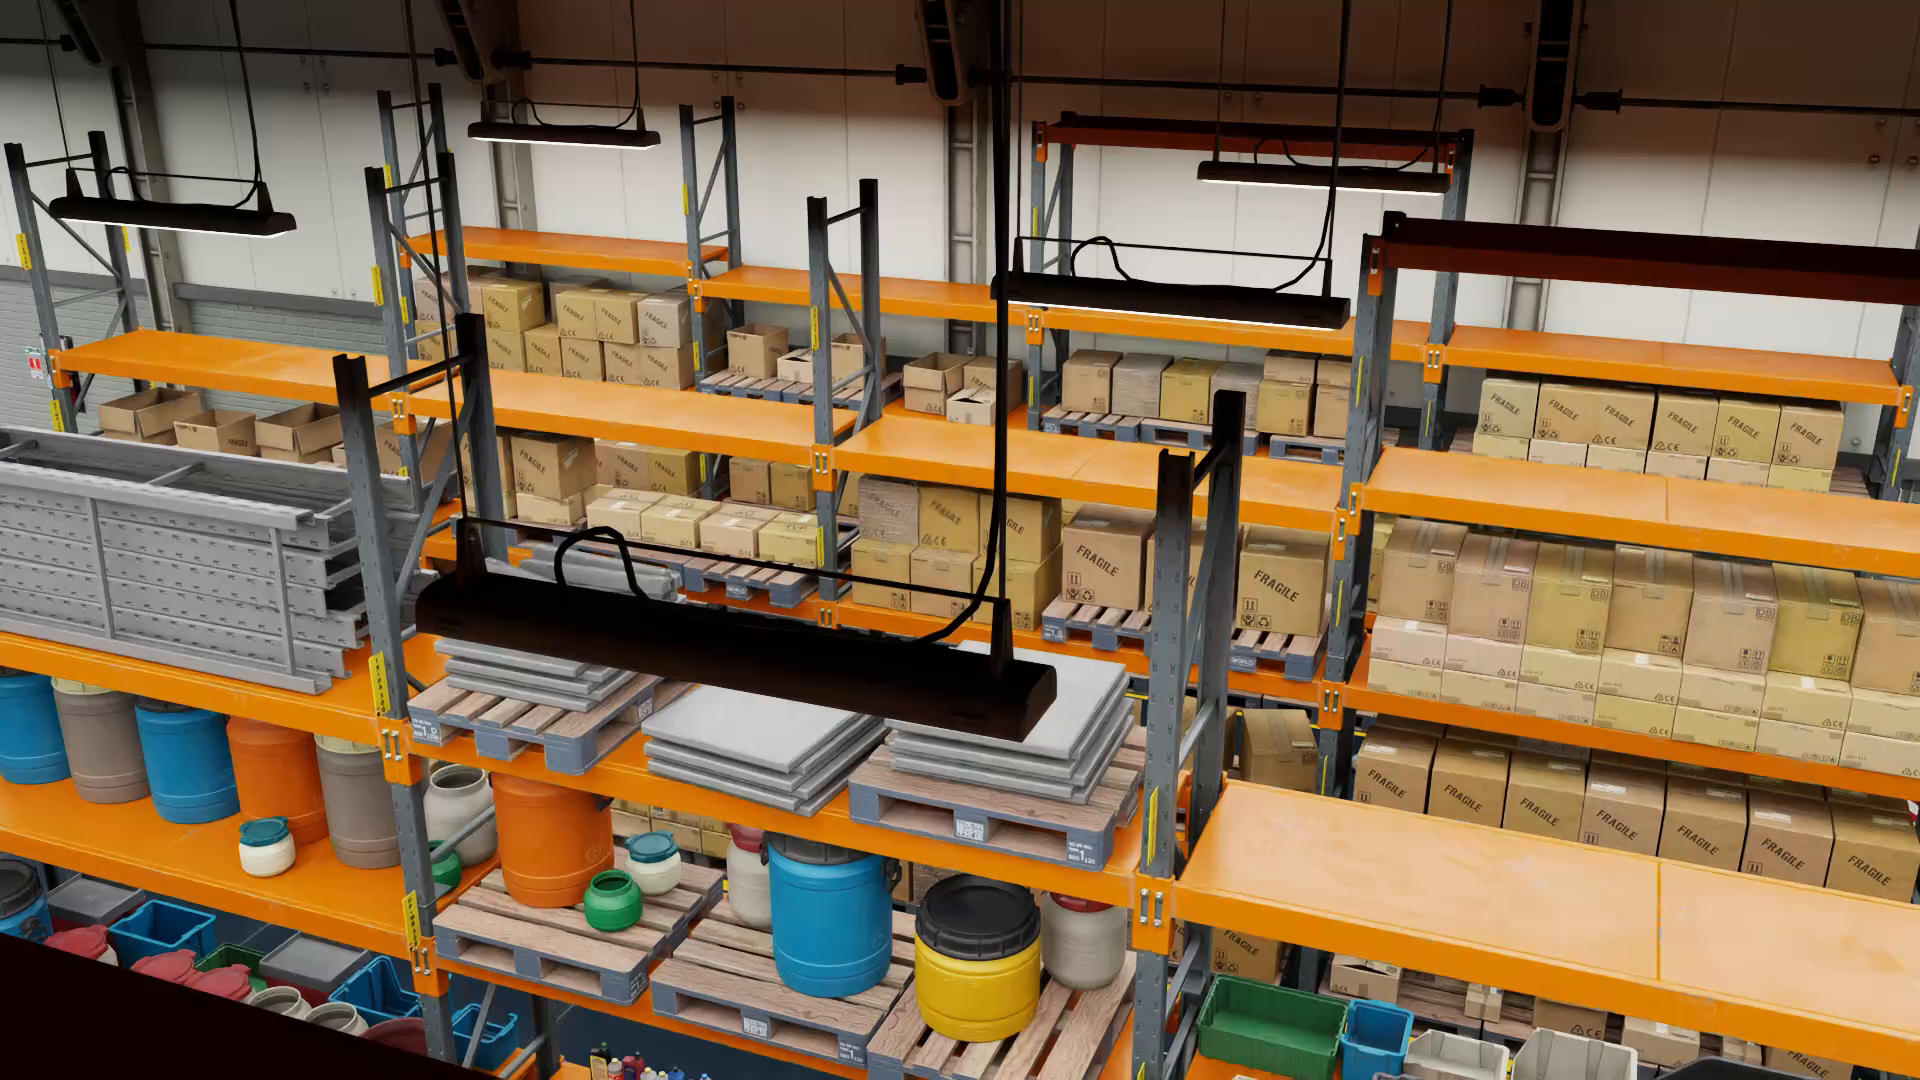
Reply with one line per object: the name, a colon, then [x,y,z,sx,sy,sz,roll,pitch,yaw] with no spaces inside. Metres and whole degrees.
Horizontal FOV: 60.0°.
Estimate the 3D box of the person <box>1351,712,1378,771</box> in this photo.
person: [4.149,1.539,15.853,1.087,1.711,0.623,6,22,16]
